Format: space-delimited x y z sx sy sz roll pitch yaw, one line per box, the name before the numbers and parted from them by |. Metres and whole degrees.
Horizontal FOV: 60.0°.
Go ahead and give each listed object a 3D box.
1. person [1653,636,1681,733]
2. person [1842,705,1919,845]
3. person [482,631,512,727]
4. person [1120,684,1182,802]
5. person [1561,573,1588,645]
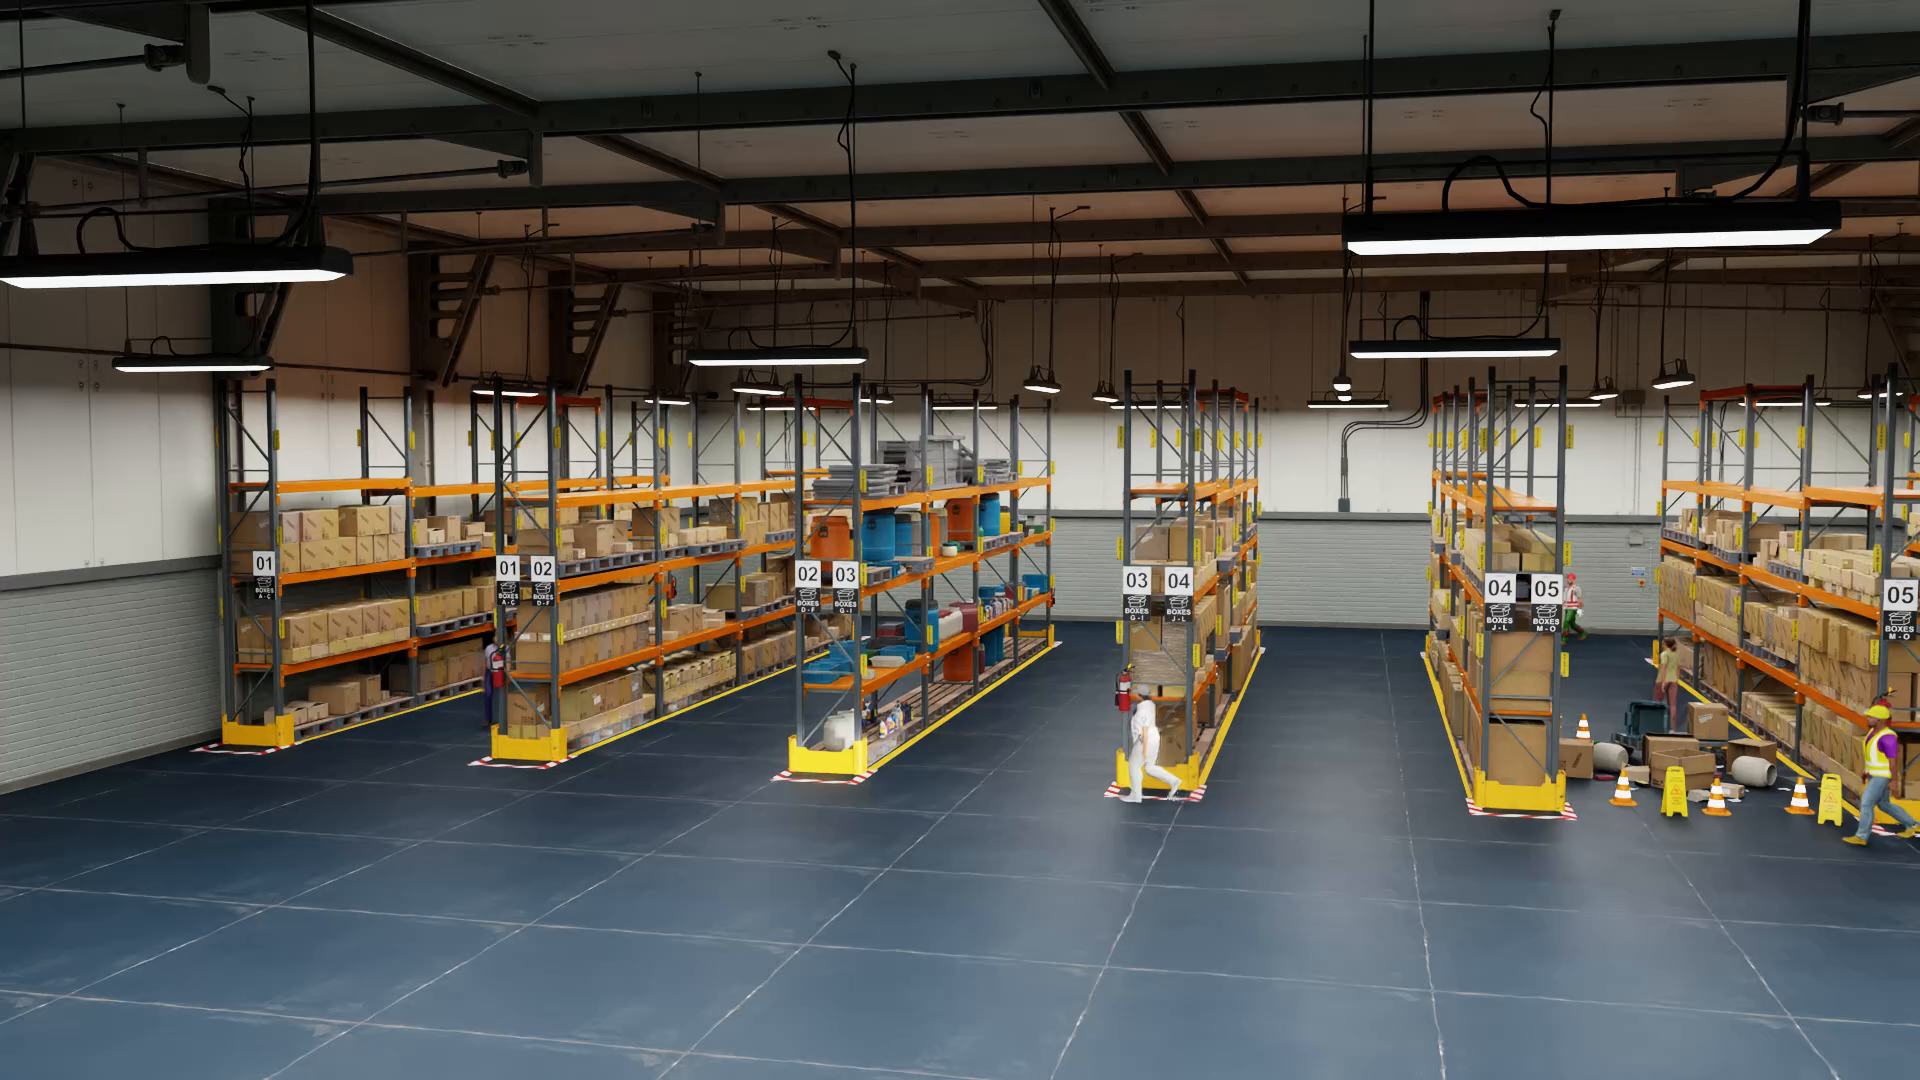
person | 12.093 2.492 28.362 0.457 1.708 0.606 0 3 2
person | 11.401 2.901 20.528 0.989 1.734 0.609 0 3 7
person | -8.187 2.447 29.369 0.509 1.640 0.746 -1 3 -10
person | 2.636 2.800 22.931 0.836 1.622 0.506 1 4 12
person | 14.967 1.684 40.620 1.012 1.752 0.523 -1 4 -15
